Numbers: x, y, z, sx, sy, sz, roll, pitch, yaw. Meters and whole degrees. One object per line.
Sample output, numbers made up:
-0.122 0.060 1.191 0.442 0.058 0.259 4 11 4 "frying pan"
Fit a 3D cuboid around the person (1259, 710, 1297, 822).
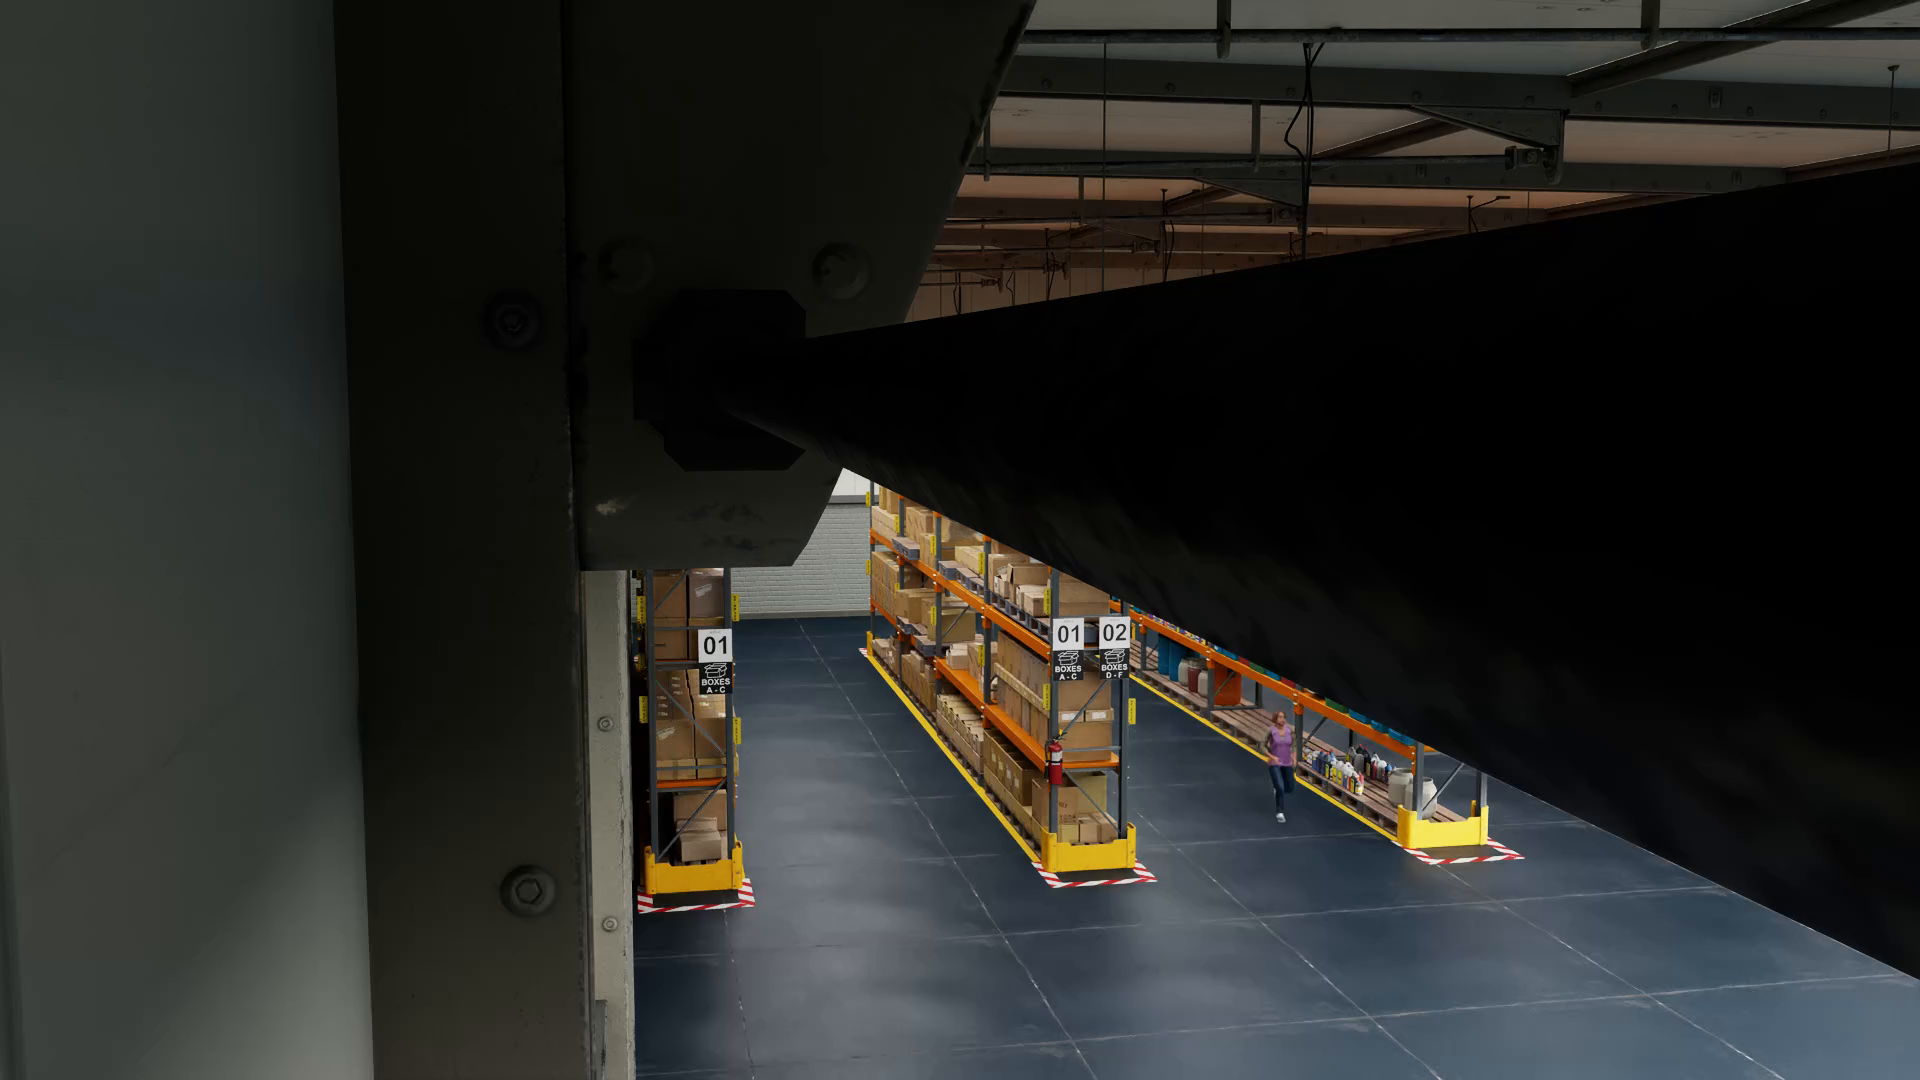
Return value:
4.467 3.148 23.356 0.560 1.538 0.580 -2 6 -14 "person"
